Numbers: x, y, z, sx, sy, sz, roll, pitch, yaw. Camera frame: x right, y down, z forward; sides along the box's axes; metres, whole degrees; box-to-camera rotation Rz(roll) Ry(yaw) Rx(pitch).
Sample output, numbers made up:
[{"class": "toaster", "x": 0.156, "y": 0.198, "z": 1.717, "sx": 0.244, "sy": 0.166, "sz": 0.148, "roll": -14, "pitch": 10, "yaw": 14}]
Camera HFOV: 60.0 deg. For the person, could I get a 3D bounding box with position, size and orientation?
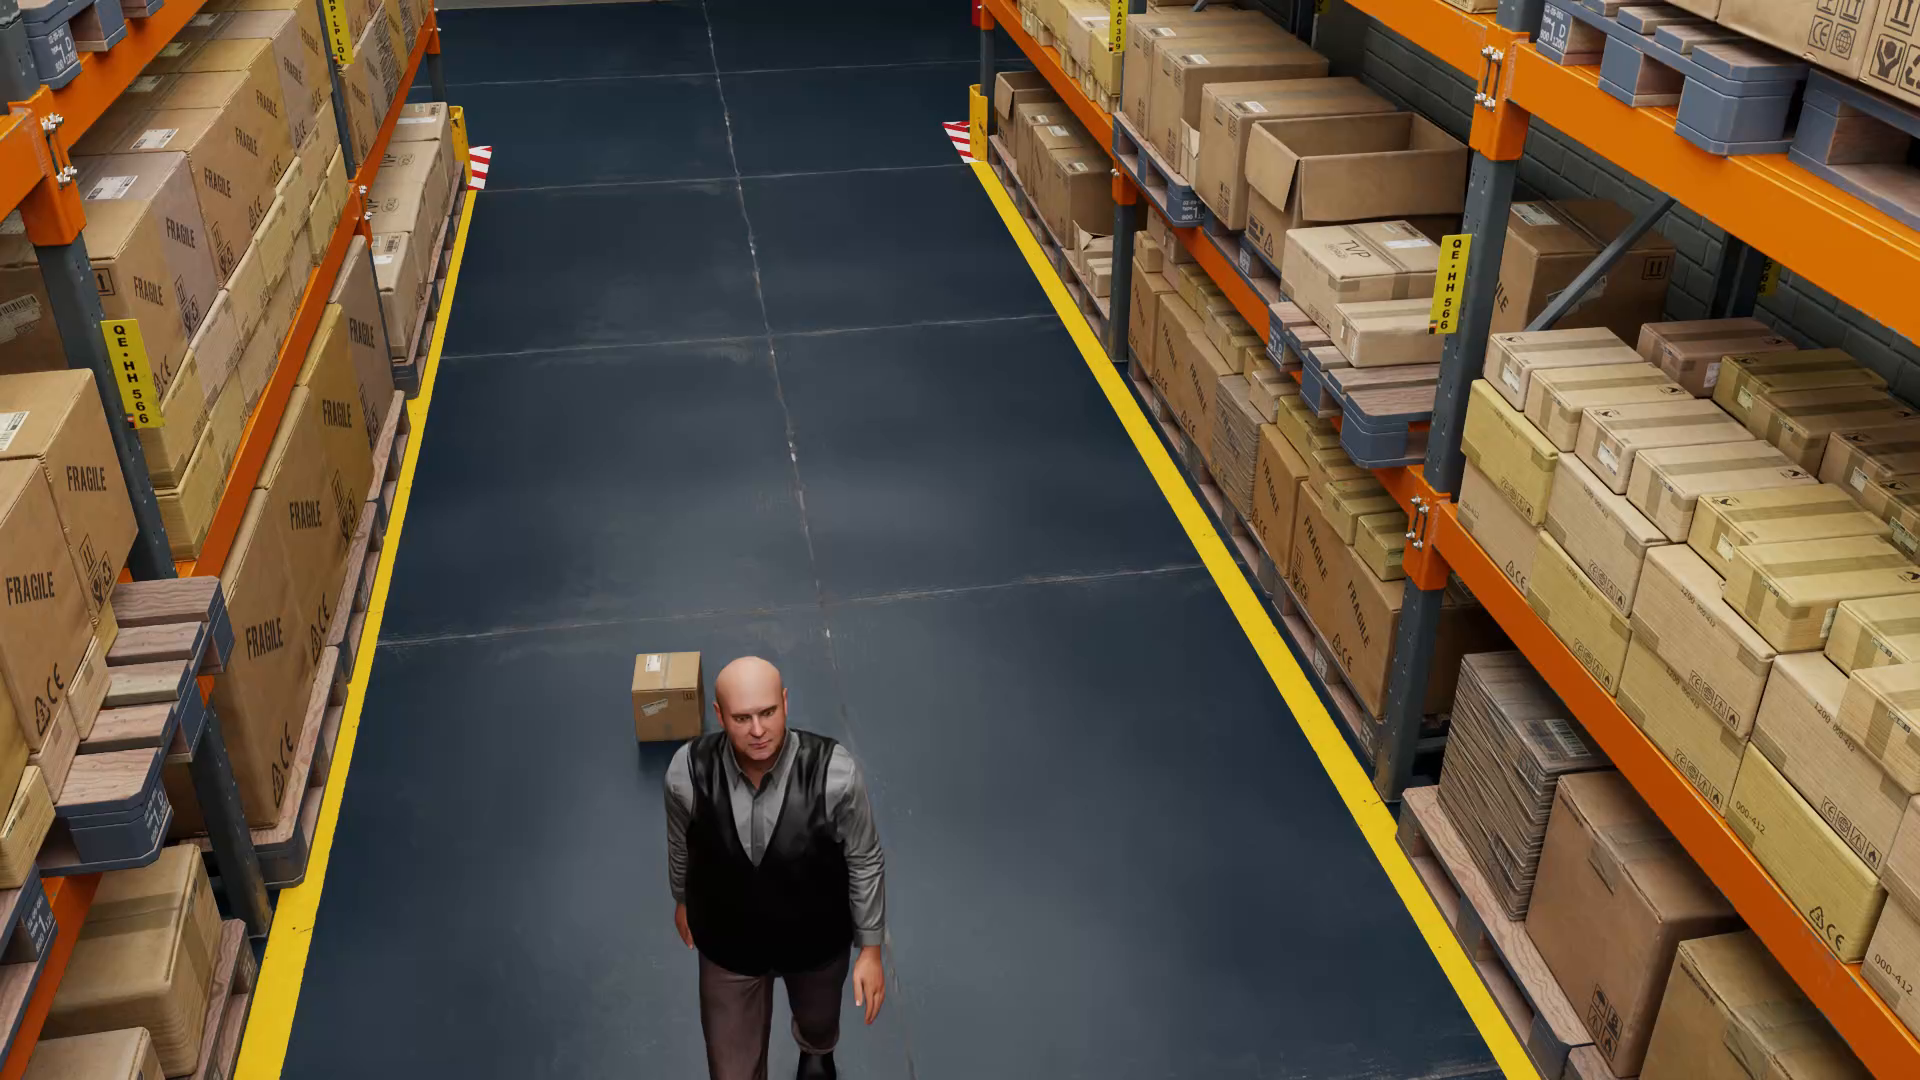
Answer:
[{"class": "person", "x": -0.476, "y": 1.068, "z": 4.314, "sx": 0.575, "sy": 1.663, "sz": 1.015, "roll": -2, "pitch": 31, "yaw": -3}]
